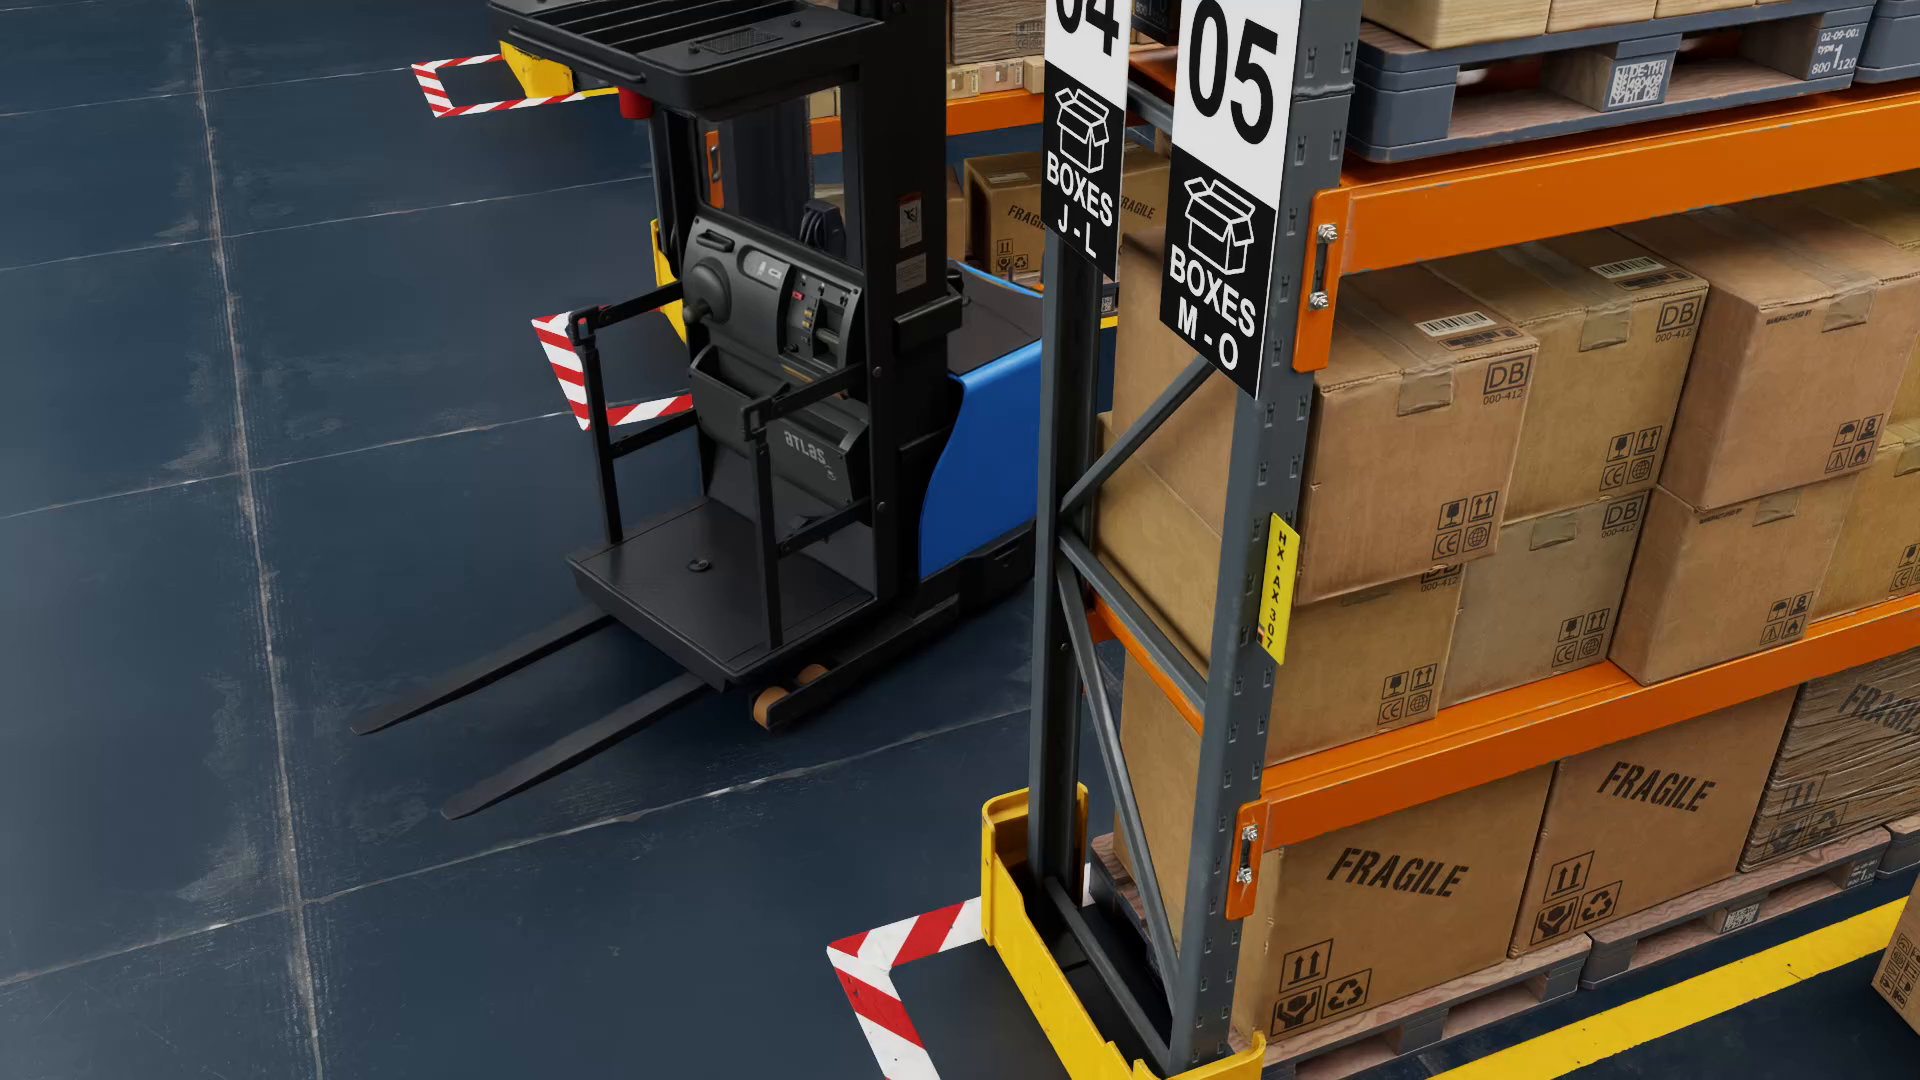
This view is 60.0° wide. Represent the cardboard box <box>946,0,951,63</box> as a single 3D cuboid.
[{"bbox_3d":[-0.441,-2.730,8.331,0.500,0.500,0.875,-13,35,-19],"label":"cardboard box"}]

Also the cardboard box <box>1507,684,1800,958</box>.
[{"bbox_3d":[1.864,0.572,5.184,0.875,0.875,0.875,-13,35,-20],"label":"cardboard box"}]

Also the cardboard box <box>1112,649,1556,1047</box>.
[{"bbox_3d":[1.053,0.759,4.897,0.875,0.875,0.875,-13,35,-19],"label":"cardboard box"}]

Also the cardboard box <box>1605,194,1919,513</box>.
[{"bbox_3d":[1.851,-0.566,4.242,0.550,0.550,0.875,-13,35,-19],"label":"cardboard box"}]

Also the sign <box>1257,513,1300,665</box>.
[{"bbox_3d":[0.663,0.105,3.472,0.005,0.325,0.100,-13,35,-19],"label":"sign"}]

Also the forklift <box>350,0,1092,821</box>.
[{"bbox_3d":[-0.833,-0.837,5.849,3.031,2.935,1.130,-29,43,-36],"label":"forklift"}]

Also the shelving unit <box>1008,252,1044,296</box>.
[{"bbox_3d":[0.340,-0.724,7.384,0.215,1.050,0.252,23,35,31],"label":"shelving unit"}]

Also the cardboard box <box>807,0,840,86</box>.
[{"bbox_3d":[-0.855,-2.564,8.076,0.500,0.500,0.875,-13,35,-19],"label":"cardboard box"}]

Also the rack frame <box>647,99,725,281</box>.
[{"bbox_3d":[-1.373,-2.295,8.027,0.127,3.000,1.000,-13,35,-19],"label":"rack frame"}]

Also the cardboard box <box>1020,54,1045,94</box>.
[{"bbox_3d":[0.402,-2.398,8.415,0.250,0.149,0.380,-13,35,-19],"label":"cardboard box"}]

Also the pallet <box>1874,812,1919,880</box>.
[{"bbox_3d":[3.410,0.666,6.033,1.213,0.211,1.003,-13,35,-19],"label":"pallet"}]

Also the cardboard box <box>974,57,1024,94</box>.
[{"bbox_3d":[0.132,-2.397,8.414,0.250,0.149,0.380,-13,35,-19],"label":"cardboard box"}]

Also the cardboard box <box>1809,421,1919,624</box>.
[{"bbox_3d":[2.315,-0.258,4.759,0.500,0.550,0.875,-13,35,-19],"label":"cardboard box"}]

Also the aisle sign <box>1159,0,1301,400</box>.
[{"bbox_3d":[0.505,-0.703,3.197,0.004,0.787,0.394,-13,35,-19],"label":"aisle sign"}]

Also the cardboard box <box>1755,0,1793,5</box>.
[{"bbox_3d":[1.593,-1.221,3.380,0.250,0.149,0.380,-13,35,-19],"label":"cardboard box"}]

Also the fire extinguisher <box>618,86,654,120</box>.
[{"bbox_3d":[-1.657,-2.470,8.367,0.183,0.674,0.296,-13,35,-19],"label":"fire extinguisher"}]

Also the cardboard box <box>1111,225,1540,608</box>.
[{"bbox_3d":[0.811,-0.354,3.916,0.550,0.550,0.875,-13,35,-19],"label":"cardboard box"}]

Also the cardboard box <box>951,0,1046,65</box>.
[{"bbox_3d":[0.037,-2.814,8.459,0.500,0.500,0.875,-13,35,-19],"label":"cardboard box"}]

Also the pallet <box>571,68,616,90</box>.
[{"bbox_3d":[-2.488,-3.825,12.936,1.213,0.211,1.003,-13,35,-19],"label":"pallet"}]

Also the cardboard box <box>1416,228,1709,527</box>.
[{"bbox_3d":[1.282,-0.516,4.166,0.550,0.550,0.875,-13,35,-19],"label":"cardboard box"}]

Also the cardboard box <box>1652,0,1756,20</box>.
[{"bbox_3d":[1.360,-1.167,3.297,0.250,0.149,0.380,-13,35,-19],"label":"cardboard box"}]

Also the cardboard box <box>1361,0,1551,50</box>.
[{"bbox_3d":[0.894,-1.061,3.133,0.250,0.149,0.380,-13,35,-19],"label":"cardboard box"}]

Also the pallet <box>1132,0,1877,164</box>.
[{"bbox_3d":[1.134,-1.161,3.616,1.213,0.211,1.003,-13,35,-19],"label":"pallet"}]

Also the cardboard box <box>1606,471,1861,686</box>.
[{"bbox_3d":[1.842,-0.126,4.555,0.550,0.550,0.875,-13,35,-19],"label":"cardboard box"}]

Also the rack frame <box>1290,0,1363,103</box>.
[{"bbox_3d":[0.454,-2.294,2.525,0.127,3.000,1.000,-13,35,-19],"label":"rack frame"}]

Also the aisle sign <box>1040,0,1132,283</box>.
[{"bbox_3d":[0.272,-1.005,3.661,0.004,0.787,0.394,-13,35,-19],"label":"aisle sign"}]

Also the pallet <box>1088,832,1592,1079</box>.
[{"bbox_3d":[1.161,1.181,5.241,1.213,0.211,1.003,-13,35,-19],"label":"pallet"}]

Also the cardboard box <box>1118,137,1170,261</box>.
[{"bbox_3d":[0.863,-1.908,9.339,0.500,0.500,0.500,-16,36,-23],"label":"cardboard box"}]

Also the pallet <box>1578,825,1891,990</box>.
[{"bbox_3d":[2.284,0.926,5.634,1.213,0.211,1.003,-13,35,-19],"label":"pallet"}]

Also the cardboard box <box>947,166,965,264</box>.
[{"bbox_3d":[-0.253,-1.690,9.004,0.500,0.500,0.500,-4,33,-6],"label":"cardboard box"}]

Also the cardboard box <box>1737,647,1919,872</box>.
[{"bbox_3d":[2.705,0.380,5.478,0.875,0.875,0.875,-13,35,-19],"label":"cardboard box"}]

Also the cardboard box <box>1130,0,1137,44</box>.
[{"bbox_3d":[0.502,-2.913,8.613,0.500,0.500,0.875,-13,35,-19],"label":"cardboard box"}]

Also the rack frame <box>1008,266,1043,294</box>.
[{"bbox_3d":[0.266,-0.680,7.298,0.200,1.050,0.008,23,35,31],"label":"rack frame"}]

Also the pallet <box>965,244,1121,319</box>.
[{"bbox_3d":[0.583,-1.551,9.441,1.213,0.211,1.003,-13,35,-19],"label":"pallet"}]

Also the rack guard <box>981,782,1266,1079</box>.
[{"bbox_3d":[0.432,1.273,4.835,0.348,0.500,1.175,-13,35,-19],"label":"rack guard"}]

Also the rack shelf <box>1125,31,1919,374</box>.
[{"bbox_3d":[2.298,-1.157,4.188,4.000,0.370,1.077,-13,35,-19],"label":"rack shelf"}]

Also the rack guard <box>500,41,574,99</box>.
[{"bbox_3d":[-3.239,-3.778,12.597,0.348,0.500,1.175,-13,35,-19],"label":"rack guard"}]

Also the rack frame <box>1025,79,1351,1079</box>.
[{"bbox_3d":[0.454,0.221,4.161,0.127,3.000,1.000,-13,35,-19],"label":"rack frame"}]

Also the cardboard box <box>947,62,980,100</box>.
[{"bbox_3d":[-0.088,-2.331,8.312,0.250,0.149,0.380,-13,35,-19],"label":"cardboard box"}]

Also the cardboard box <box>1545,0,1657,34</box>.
[{"bbox_3d":[1.129,-1.115,3.216,0.250,0.149,0.380,-13,35,-18],"label":"cardboard box"}]

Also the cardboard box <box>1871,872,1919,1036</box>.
[{"bbox_3d":[3.108,1.266,4.843,0.500,0.500,0.500,-7,34,-11],"label":"cardboard box"}]

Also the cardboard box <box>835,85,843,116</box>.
[{"bbox_3d":[-0.544,-2.218,8.139,0.250,0.149,0.380,-13,35,-19],"label":"cardboard box"}]

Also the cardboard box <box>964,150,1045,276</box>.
[{"bbox_3d":[0.332,-1.813,9.193,0.500,0.500,0.500,-10,34,-14],"label":"cardboard box"}]

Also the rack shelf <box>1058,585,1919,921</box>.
[{"bbox_3d":[2.298,0.100,5.006,4.000,0.370,1.077,-13,35,-19],"label":"rack shelf"}]

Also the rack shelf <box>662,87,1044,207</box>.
[{"bbox_3d":[0.471,-2.416,8.872,4.000,0.370,1.077,-13,35,-19],"label":"rack shelf"}]

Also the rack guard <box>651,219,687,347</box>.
[{"bbox_3d":[-1.303,-1.263,8.733,0.348,0.500,1.175,-13,35,-19],"label":"rack guard"}]

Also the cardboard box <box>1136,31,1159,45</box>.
[{"bbox_3d":[0.979,-2.998,8.743,0.500,0.500,0.875,-13,35,-19],"label":"cardboard box"}]

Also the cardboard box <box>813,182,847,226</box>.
[{"bbox_3d":[-0.791,-1.547,8.784,0.500,0.500,0.500,-7,34,-10],"label":"cardboard box"}]

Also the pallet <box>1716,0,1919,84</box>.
[{"bbox_3d":[2.260,-1.421,4.015,1.213,0.211,1.003,-13,35,-19],"label":"pallet"}]

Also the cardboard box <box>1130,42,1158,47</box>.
[{"bbox_3d":[0.842,-2.532,8.621,0.250,0.149,0.380,-13,35,-19],"label":"cardboard box"}]

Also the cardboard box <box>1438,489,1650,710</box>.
[{"bbox_3d":[1.277,-0.071,4.471,0.550,0.550,0.875,-13,35,-19],"label":"cardboard box"}]

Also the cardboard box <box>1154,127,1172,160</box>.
[{"bbox_3d":[1.405,-2.079,9.601,0.500,0.500,0.500,-2,33,-4],"label":"cardboard box"}]

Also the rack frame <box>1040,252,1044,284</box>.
[{"bbox_3d":[0.415,-0.768,7.469,0.200,1.050,0.008,23,35,31],"label":"rack frame"}]

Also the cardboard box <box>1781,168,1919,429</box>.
[{"bbox_3d":[2.290,-0.744,4.515,0.500,0.550,0.875,-13,35,-19],"label":"cardboard box"}]

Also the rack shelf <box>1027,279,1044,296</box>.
[{"bbox_3d":[0.354,-0.962,7.250,0.215,0.259,0.240,23,35,31],"label":"rack shelf"}]

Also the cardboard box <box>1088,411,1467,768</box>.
[{"bbox_3d":[0.778,0.057,4.275,0.550,0.550,0.875,-13,35,-19],"label":"cardboard box"}]

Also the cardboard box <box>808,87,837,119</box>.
[{"bbox_3d":[-0.780,-2.173,8.070,0.250,0.149,0.380,-13,35,-19],"label":"cardboard box"}]
